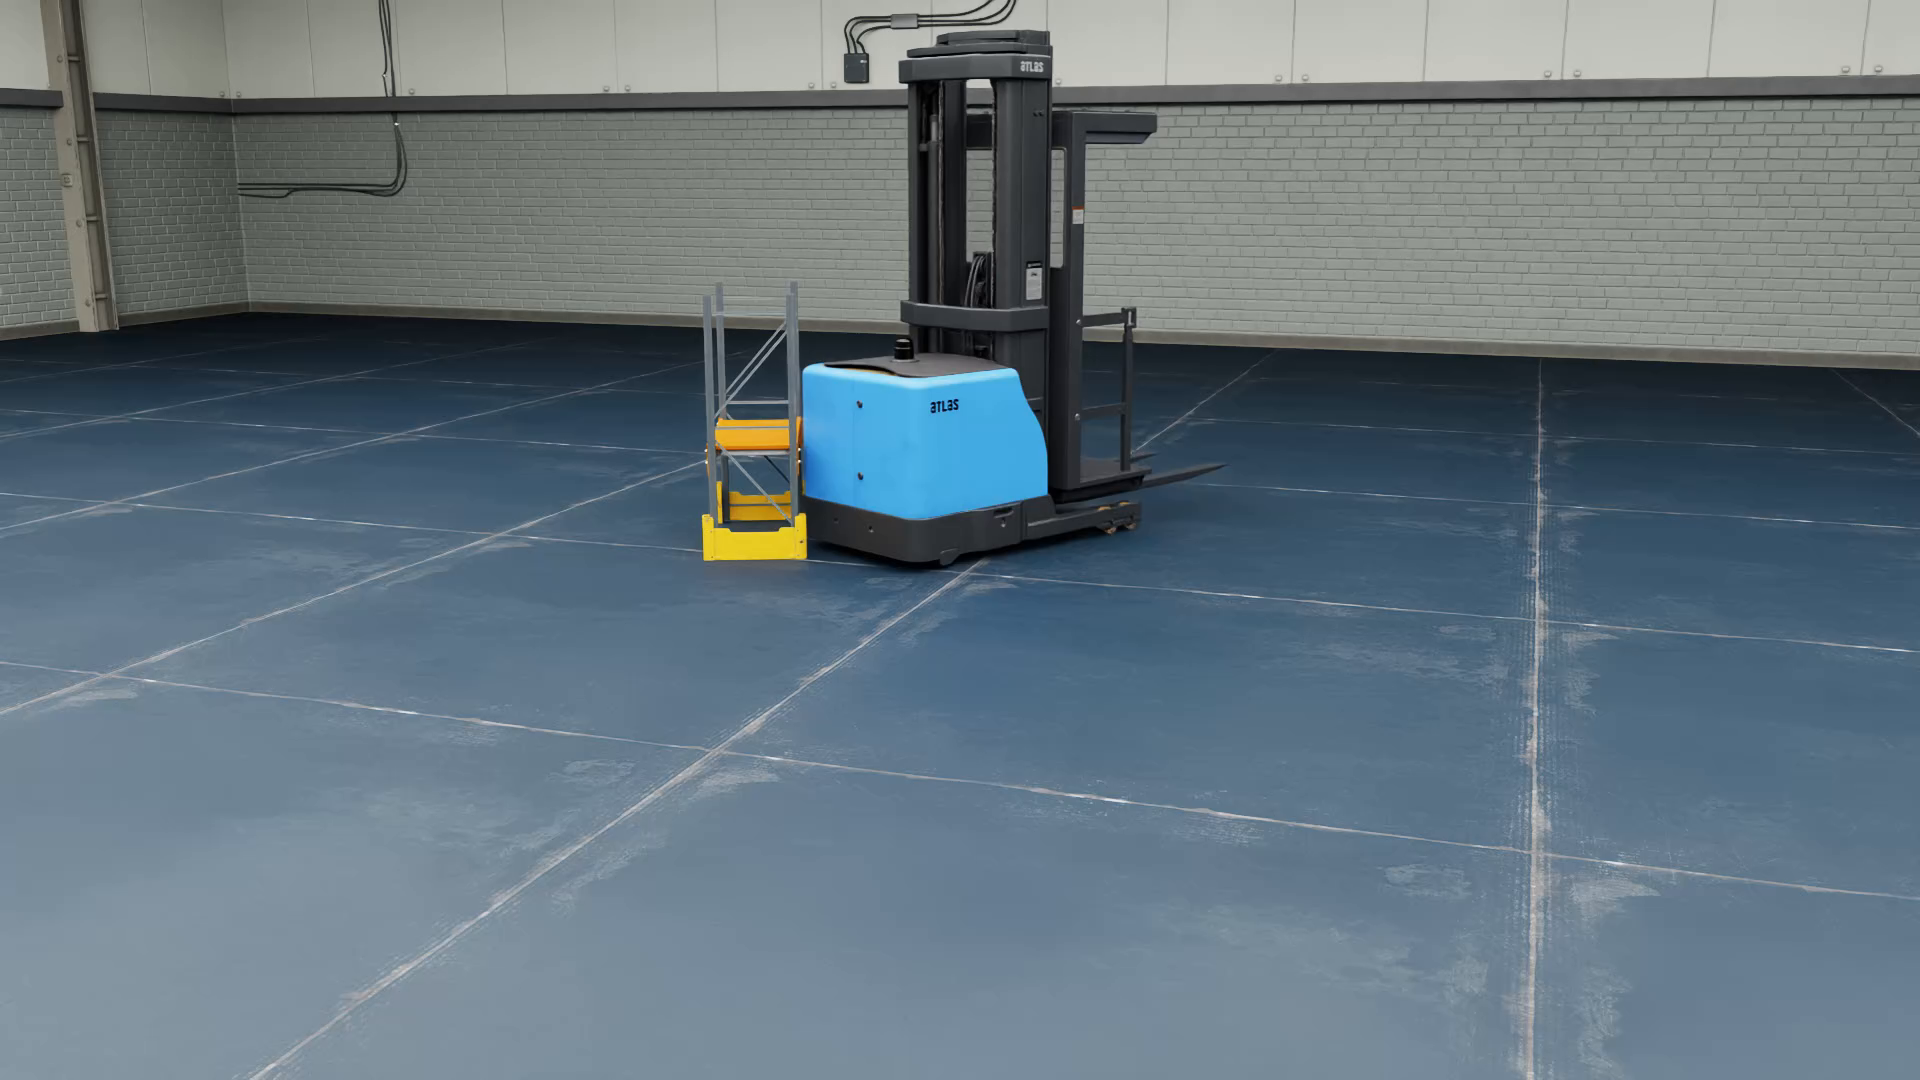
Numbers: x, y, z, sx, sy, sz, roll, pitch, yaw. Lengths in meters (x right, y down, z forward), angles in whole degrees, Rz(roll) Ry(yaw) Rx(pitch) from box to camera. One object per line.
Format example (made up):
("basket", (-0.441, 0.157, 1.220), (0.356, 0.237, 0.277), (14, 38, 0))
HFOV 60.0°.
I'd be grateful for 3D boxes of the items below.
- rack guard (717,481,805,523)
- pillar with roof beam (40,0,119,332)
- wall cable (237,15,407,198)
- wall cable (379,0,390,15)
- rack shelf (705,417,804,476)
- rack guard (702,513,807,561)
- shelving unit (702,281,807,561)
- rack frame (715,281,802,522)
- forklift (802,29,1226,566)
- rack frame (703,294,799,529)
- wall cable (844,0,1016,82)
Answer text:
("rack guard", (-1.246, -0.240, 10.476), (0.587, 0.250, 0.087), (-1, 13, -4))
("pillar with roof beam", (-7.485, -6.892, 19.963), (9.100, 9.000, 0.400), (4, 14, 18))
("wall cable", (-9.354, -6.214, 23.967), (3.097, 2.526, 0.112), (4, 14, 18))
("wall cable", (-6.794, -8.481, 22.551), (3.097, 2.526, 0.112), (4, 14, 18))
("rack shelf", (-1.210, -0.565, 9.901), (0.538, 0.185, 1.000), (-1, 13, -4))
("rack guard", (-1.172, -0.019, 9.507), (0.587, 0.250, 0.087), (-1, 13, -4))
("shelving unit", (-1.209, -0.738, 9.853), (0.587, 1.500, 1.083), (-1, 13, -4))
("rack frame", (-1.247, -0.853, 10.356), (0.500, 1.500, 0.032), (-1, 13, -4))
("forklift", (0.483, -1.543, 10.163), (3.031, 2.935, 1.130), (-12, 18, -43))
("rack frame", (-1.172, -0.628, 9.367), (0.500, 1.500, 0.032), (-1, 13, -4))
("wall cable", (-0.377, -8.699, 20.234), (2.305, 6.003, 0.169), (4, 14, 18))
